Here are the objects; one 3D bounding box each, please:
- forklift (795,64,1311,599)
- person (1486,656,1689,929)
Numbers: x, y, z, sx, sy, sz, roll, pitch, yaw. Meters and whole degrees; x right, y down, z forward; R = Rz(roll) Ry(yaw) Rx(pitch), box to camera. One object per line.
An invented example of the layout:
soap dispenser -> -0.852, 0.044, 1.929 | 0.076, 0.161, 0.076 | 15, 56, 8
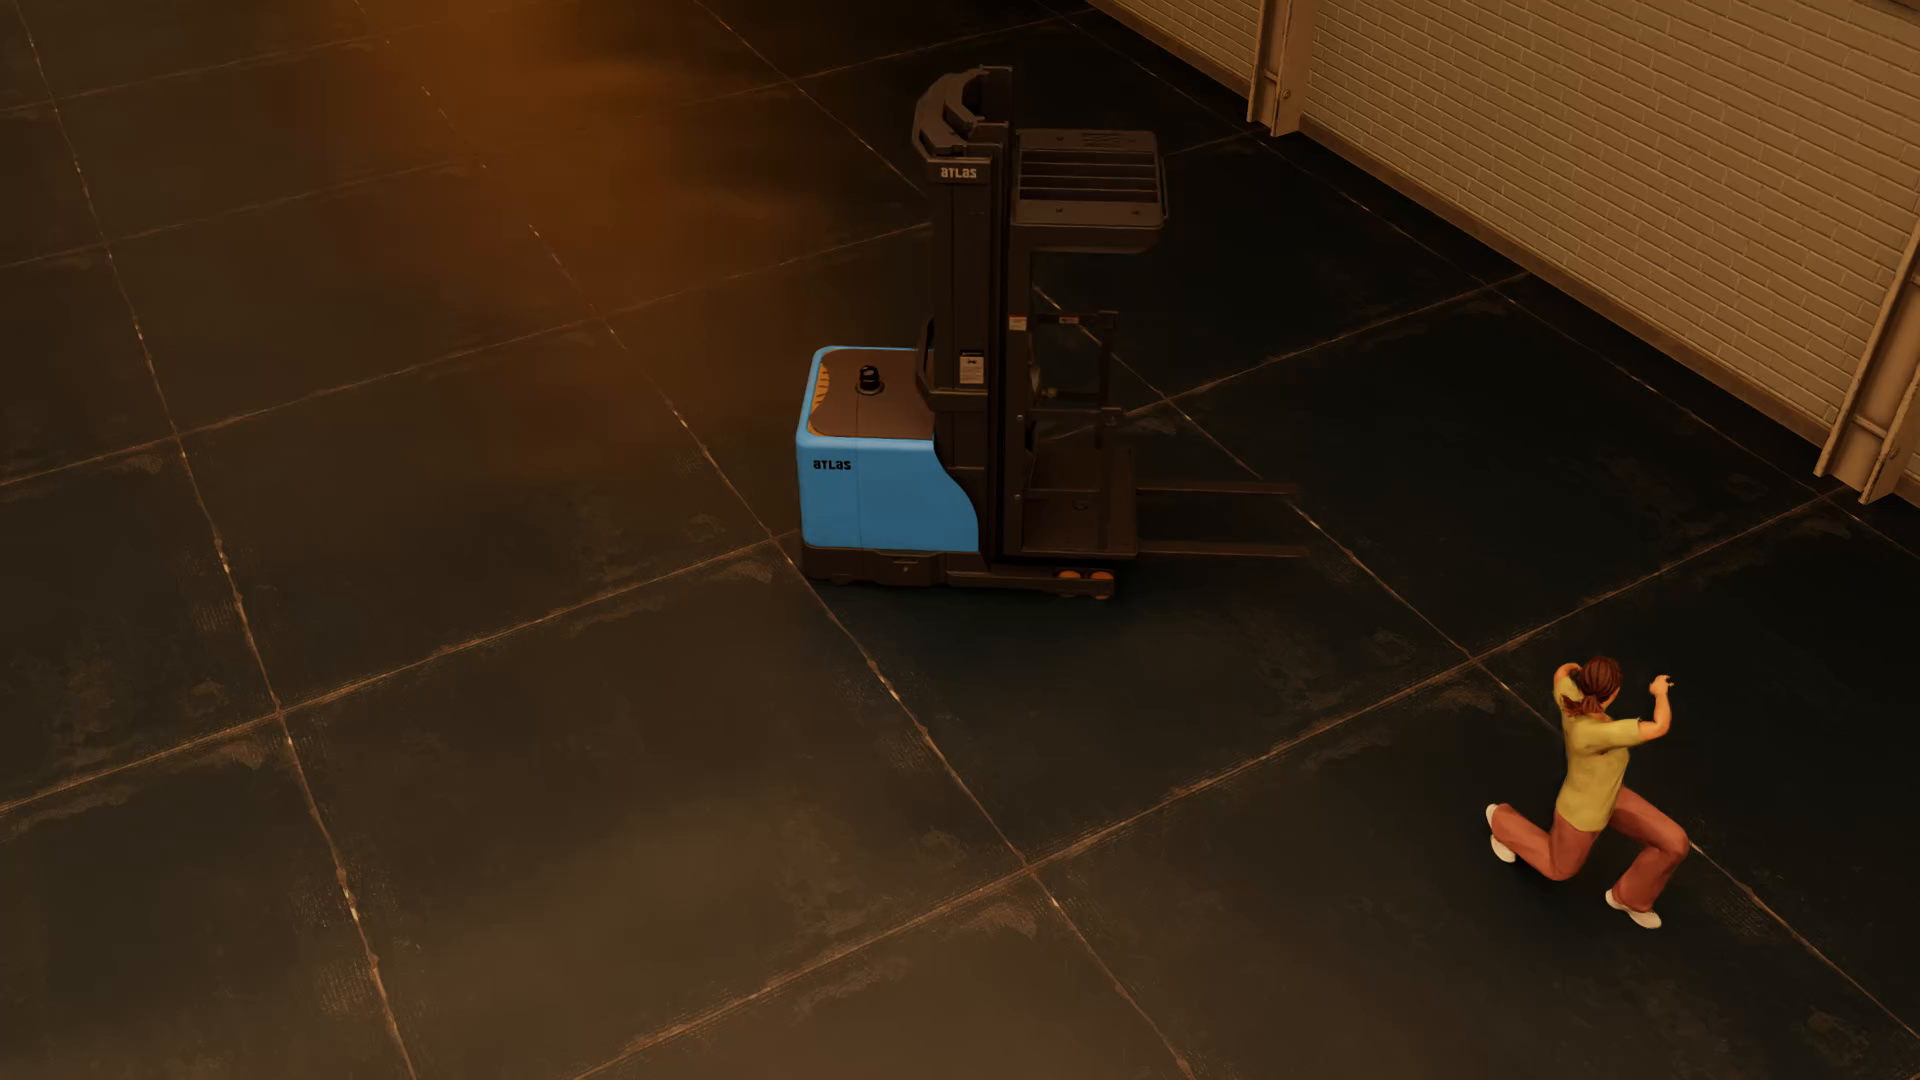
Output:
forklift -> 0.588, -1.127, 9.395 | 3.031, 2.935, 1.130 | 2, 40, 2
person -> 3.129, 1.068, 7.967 | 0.951, 1.386, 0.865 | 24, 45, 26
